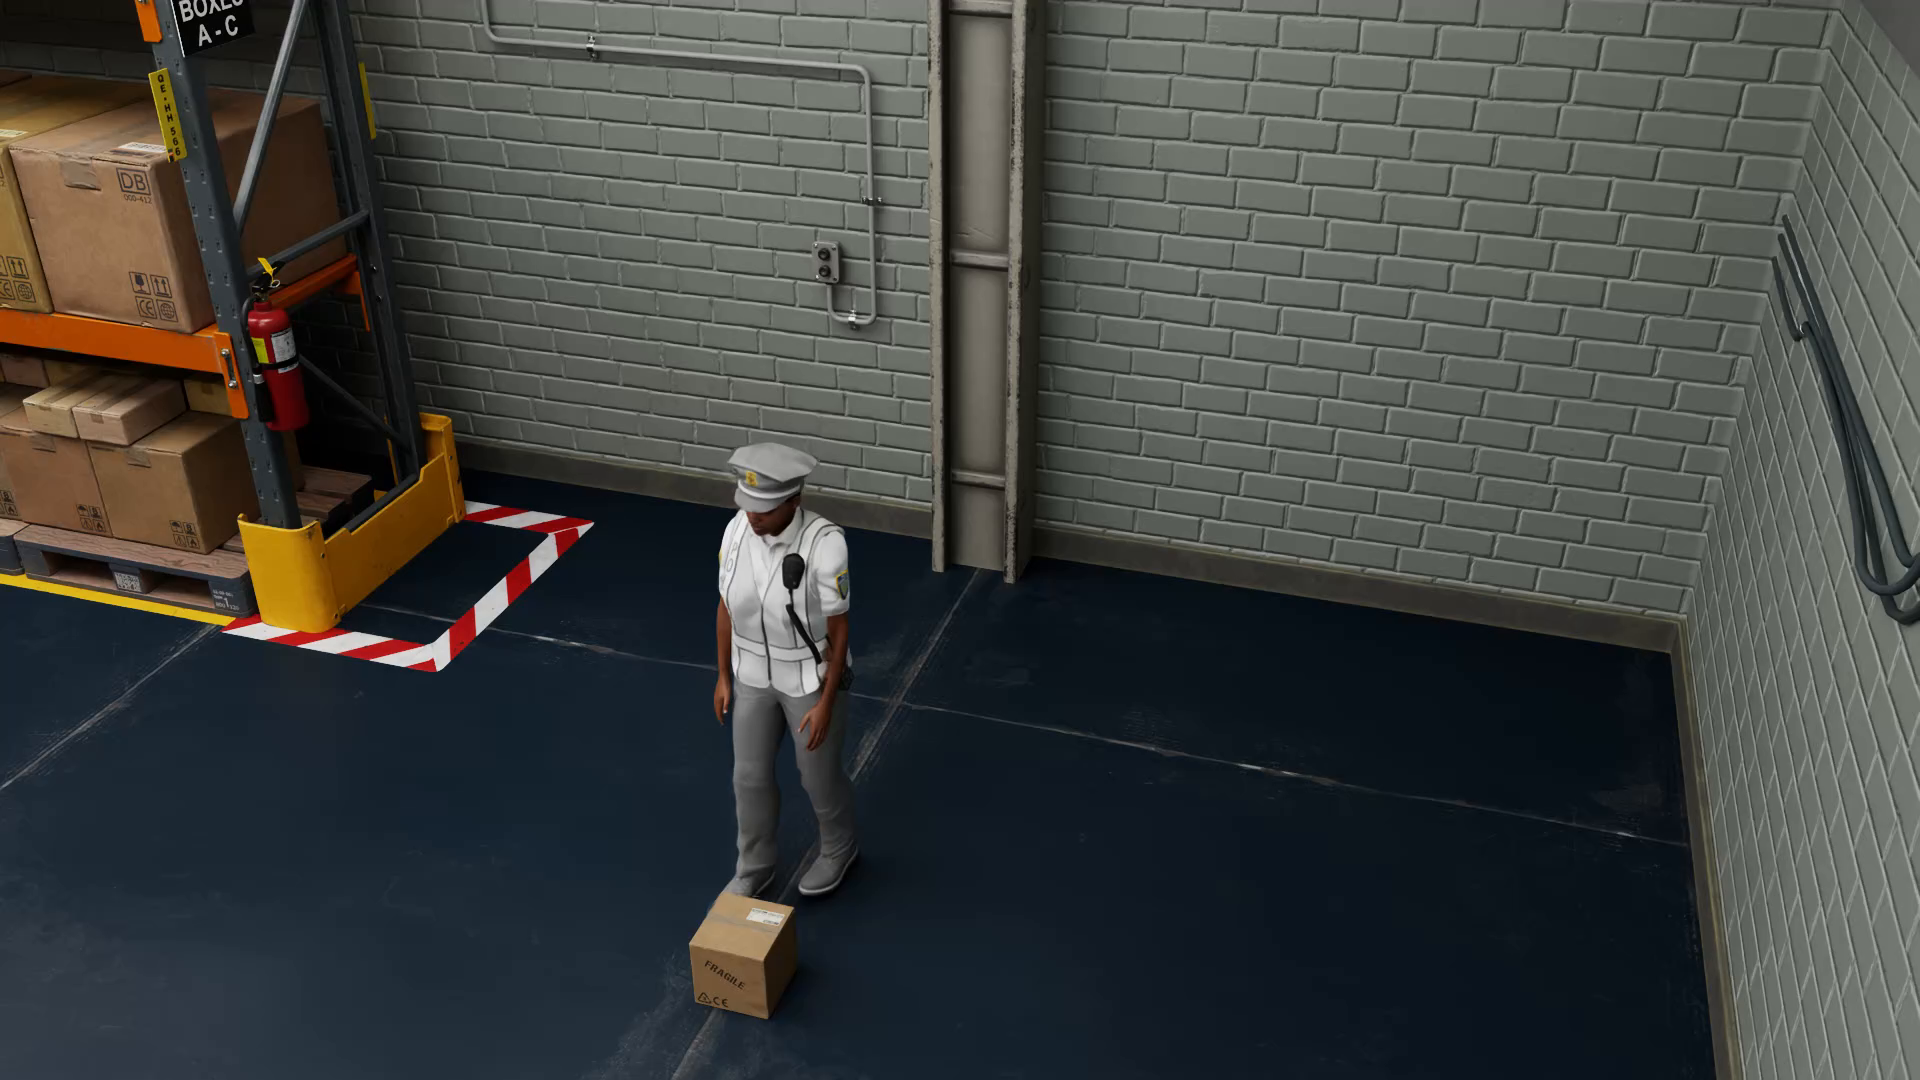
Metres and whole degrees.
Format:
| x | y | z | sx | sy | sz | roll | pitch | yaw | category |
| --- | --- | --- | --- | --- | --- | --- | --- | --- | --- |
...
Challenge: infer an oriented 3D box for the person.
| x | y | z | sx | sy | sz | roll | pitch | yaw | category |
| --- | --- | --- | --- | --- | --- | --- | --- | --- | --- |
| -0.569 | 0.470 | 5.275 | 0.463 | 1.668 | 0.505 | 12 | 31 | 20 | person |
